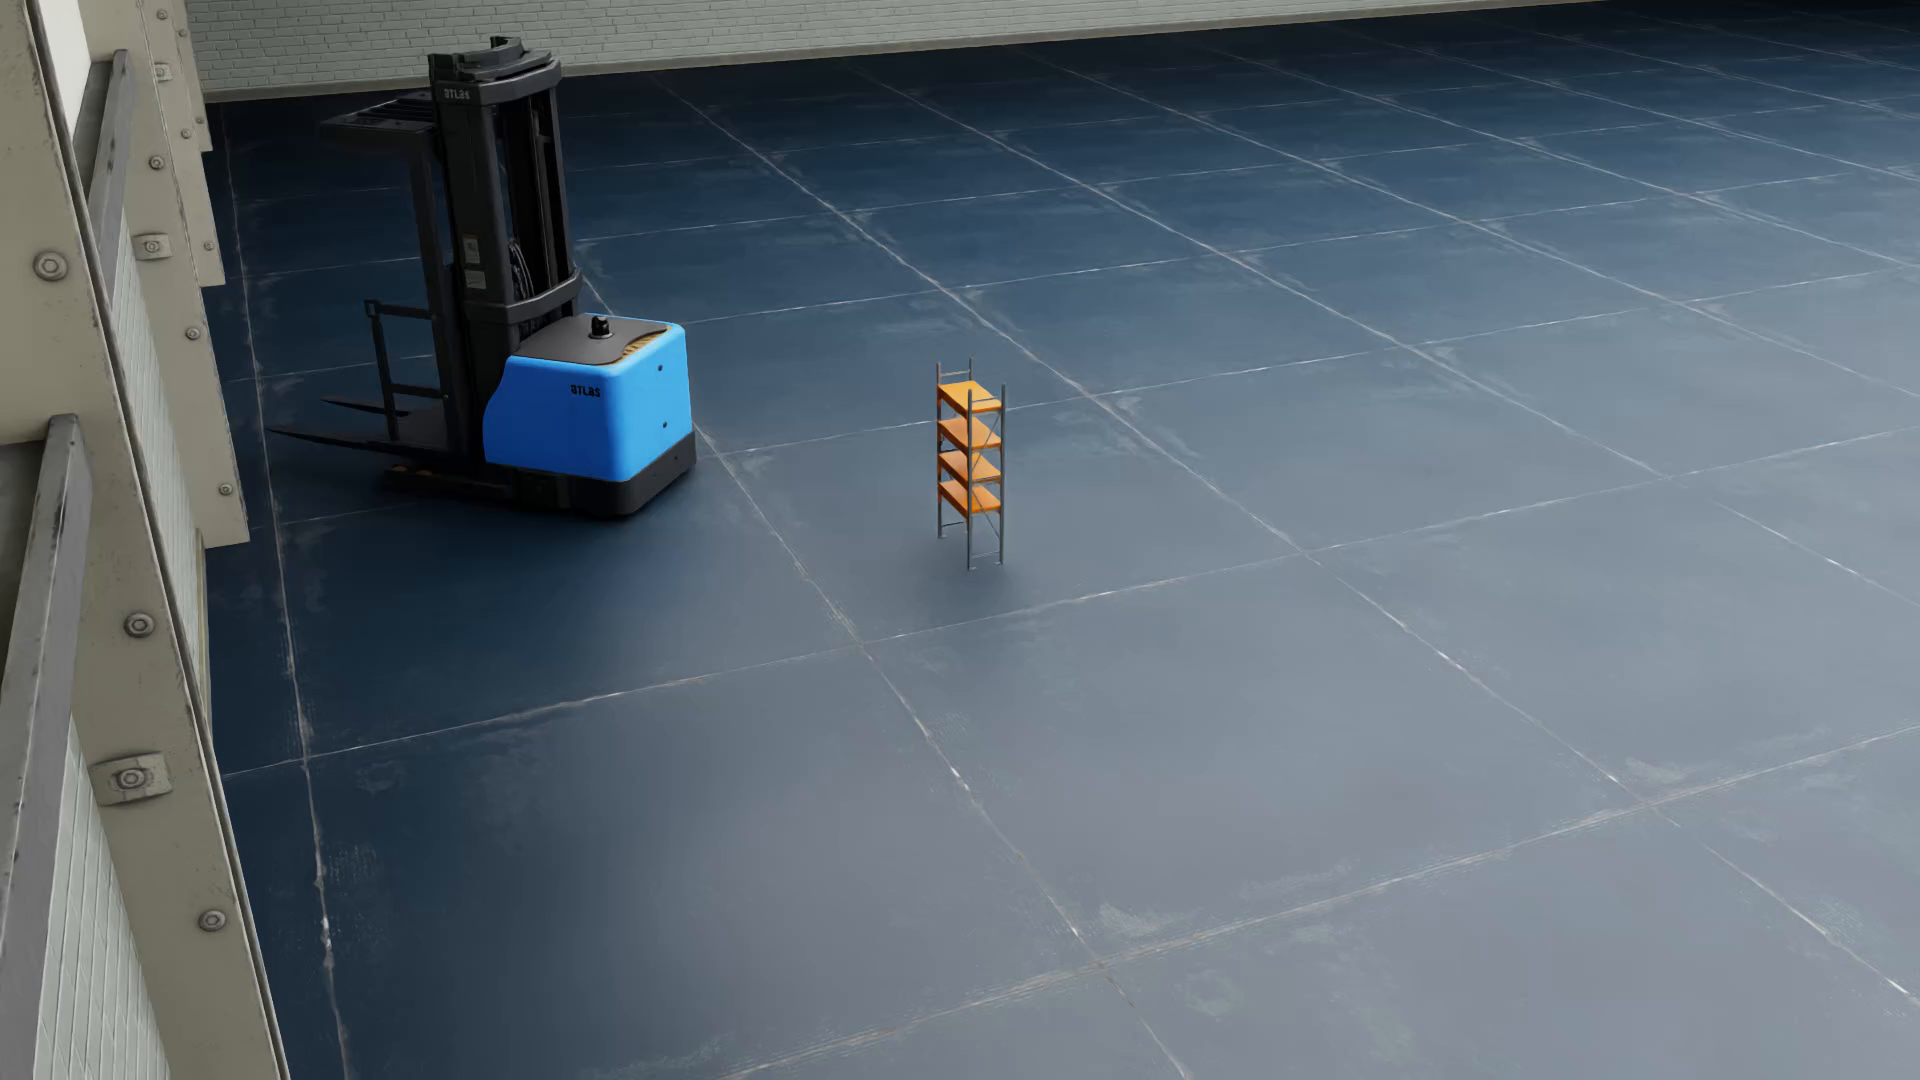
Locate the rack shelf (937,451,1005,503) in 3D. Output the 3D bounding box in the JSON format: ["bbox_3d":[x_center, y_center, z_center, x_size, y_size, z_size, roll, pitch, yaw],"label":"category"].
[{"bbox_3d":[0.065,-0.412,10.379,0.258,0.148,0.480,-11,28,-21],"label":"rack shelf"}]

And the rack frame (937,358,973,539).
[{"bbox_3d":[-0.031,-0.571,10.552,0.240,1.200,0.015,-11,28,-21],"label":"rack frame"}]

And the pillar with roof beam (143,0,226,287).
[{"bbox_3d":[-3.188,-7.250,15.343,9.100,9.000,0.400,-11,28,-21],"label":"pillar with roof beam"}]

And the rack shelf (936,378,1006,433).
[{"bbox_3d":[0.065,-0.825,10.177,0.258,0.148,0.480,-11,28,-21],"label":"rack shelf"}]

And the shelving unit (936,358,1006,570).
[{"bbox_3d":[0.065,-0.472,10.350,0.258,1.200,0.503,-11,28,-21],"label":"shelving unit"}]

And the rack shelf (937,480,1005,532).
[{"bbox_3d":[0.065,-0.233,10.467,0.258,0.148,0.480,-11,28,-21],"label":"rack shelf"}]

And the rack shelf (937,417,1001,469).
[{"bbox_3d":[0.065,-0.613,10.281,0.258,0.148,0.480,-11,28,-21],"label":"rack shelf"}]

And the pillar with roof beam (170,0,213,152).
[{"bbox_3d":[-5.538,-9.672,20.304,9.100,9.000,0.400,-11,28,-21],"label":"pillar with roof beam"}]

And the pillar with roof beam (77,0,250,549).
[{"bbox_3d":[-0.839,-4.828,10.382,9.100,9.000,0.400,-11,28,-21],"label":"pillar with roof beam"}]

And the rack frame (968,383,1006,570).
[{"bbox_3d":[0.160,-0.374,10.148,0.240,1.200,0.015,-11,28,-21],"label":"rack frame"}]

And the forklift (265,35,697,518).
[{"bbox_3d":[-3.431,-1.838,11.174,3.031,2.935,1.130,9,27,17],"label":"forklift"}]
